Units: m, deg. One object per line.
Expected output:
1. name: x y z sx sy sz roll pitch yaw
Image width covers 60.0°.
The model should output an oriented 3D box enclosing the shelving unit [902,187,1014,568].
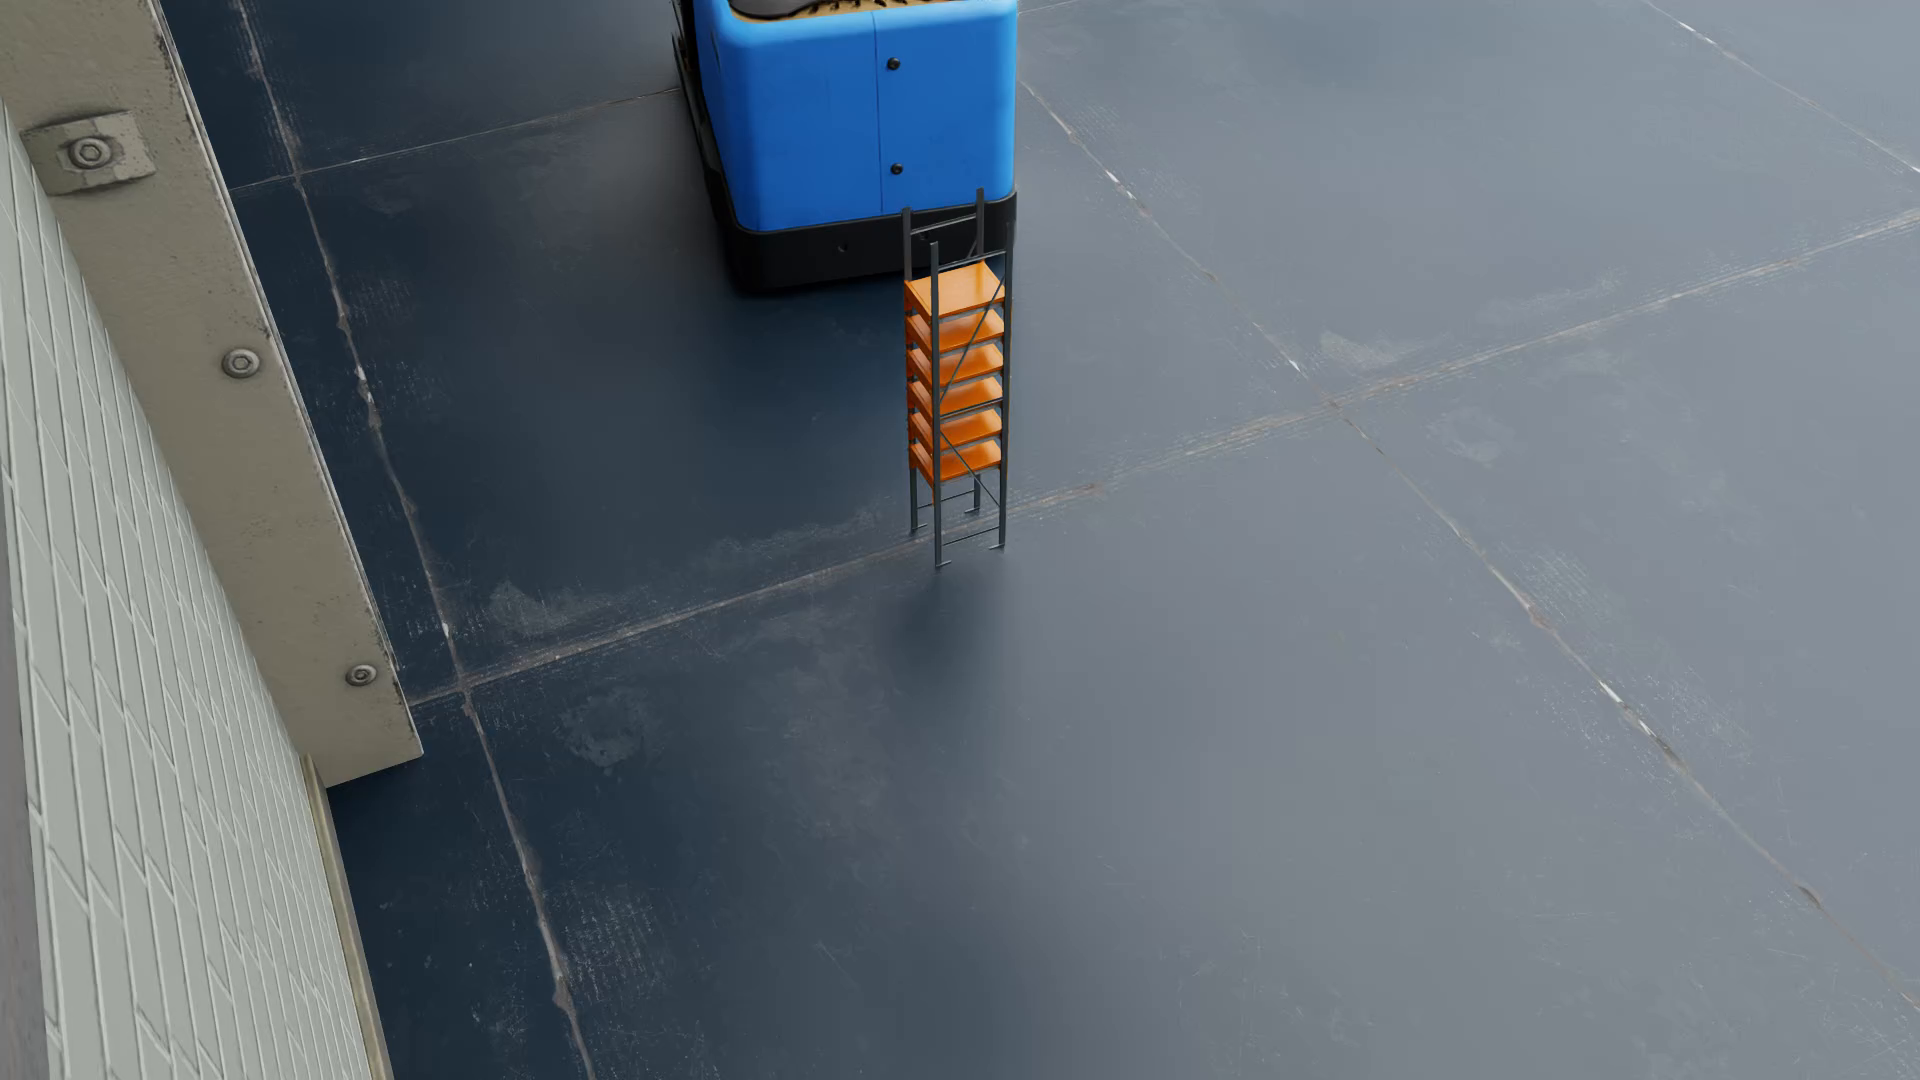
1. shelving unit: -0.006 -0.436 4.838 0.258 1.200 0.189 -18 47 -17

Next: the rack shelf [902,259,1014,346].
1. rack shelf: -0.006 -0.661 4.616 0.258 0.103 0.180 -18 47 -17

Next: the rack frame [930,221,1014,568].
1. rack frame: 0.032 -0.378 4.779 0.240 1.200 0.006 -18 47 -17

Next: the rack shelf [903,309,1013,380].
1. rack shelf: -0.006 -0.576 4.701 0.258 0.103 0.180 -18 47 -17

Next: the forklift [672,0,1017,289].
1. forklift: -0.638 -3.014 6.218 1.130 2.935 3.031 -10 45 -10

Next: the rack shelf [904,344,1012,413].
1. rack shelf: -0.006 -0.490 4.785 0.258 0.103 0.180 -18 47 -17

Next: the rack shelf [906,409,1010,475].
1. rack shelf: -0.006 -0.319 4.953 0.258 0.103 0.180 -18 47 -17

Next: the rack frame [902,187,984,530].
1. rack frame: -0.045 -0.495 4.897 0.240 1.200 0.006 -18 47 -17

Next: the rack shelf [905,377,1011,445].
1. rack shelf: -0.006 -0.405 4.869 0.258 0.103 0.180 -18 47 -17

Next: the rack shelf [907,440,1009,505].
1. rack shelf: -0.006 -0.234 5.038 0.258 0.103 0.180 -18 47 -17

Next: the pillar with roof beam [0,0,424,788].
1. pillar with roof beam: 2.187 -3.955 2.851 9.100 9.000 0.400 -18 47 -17
